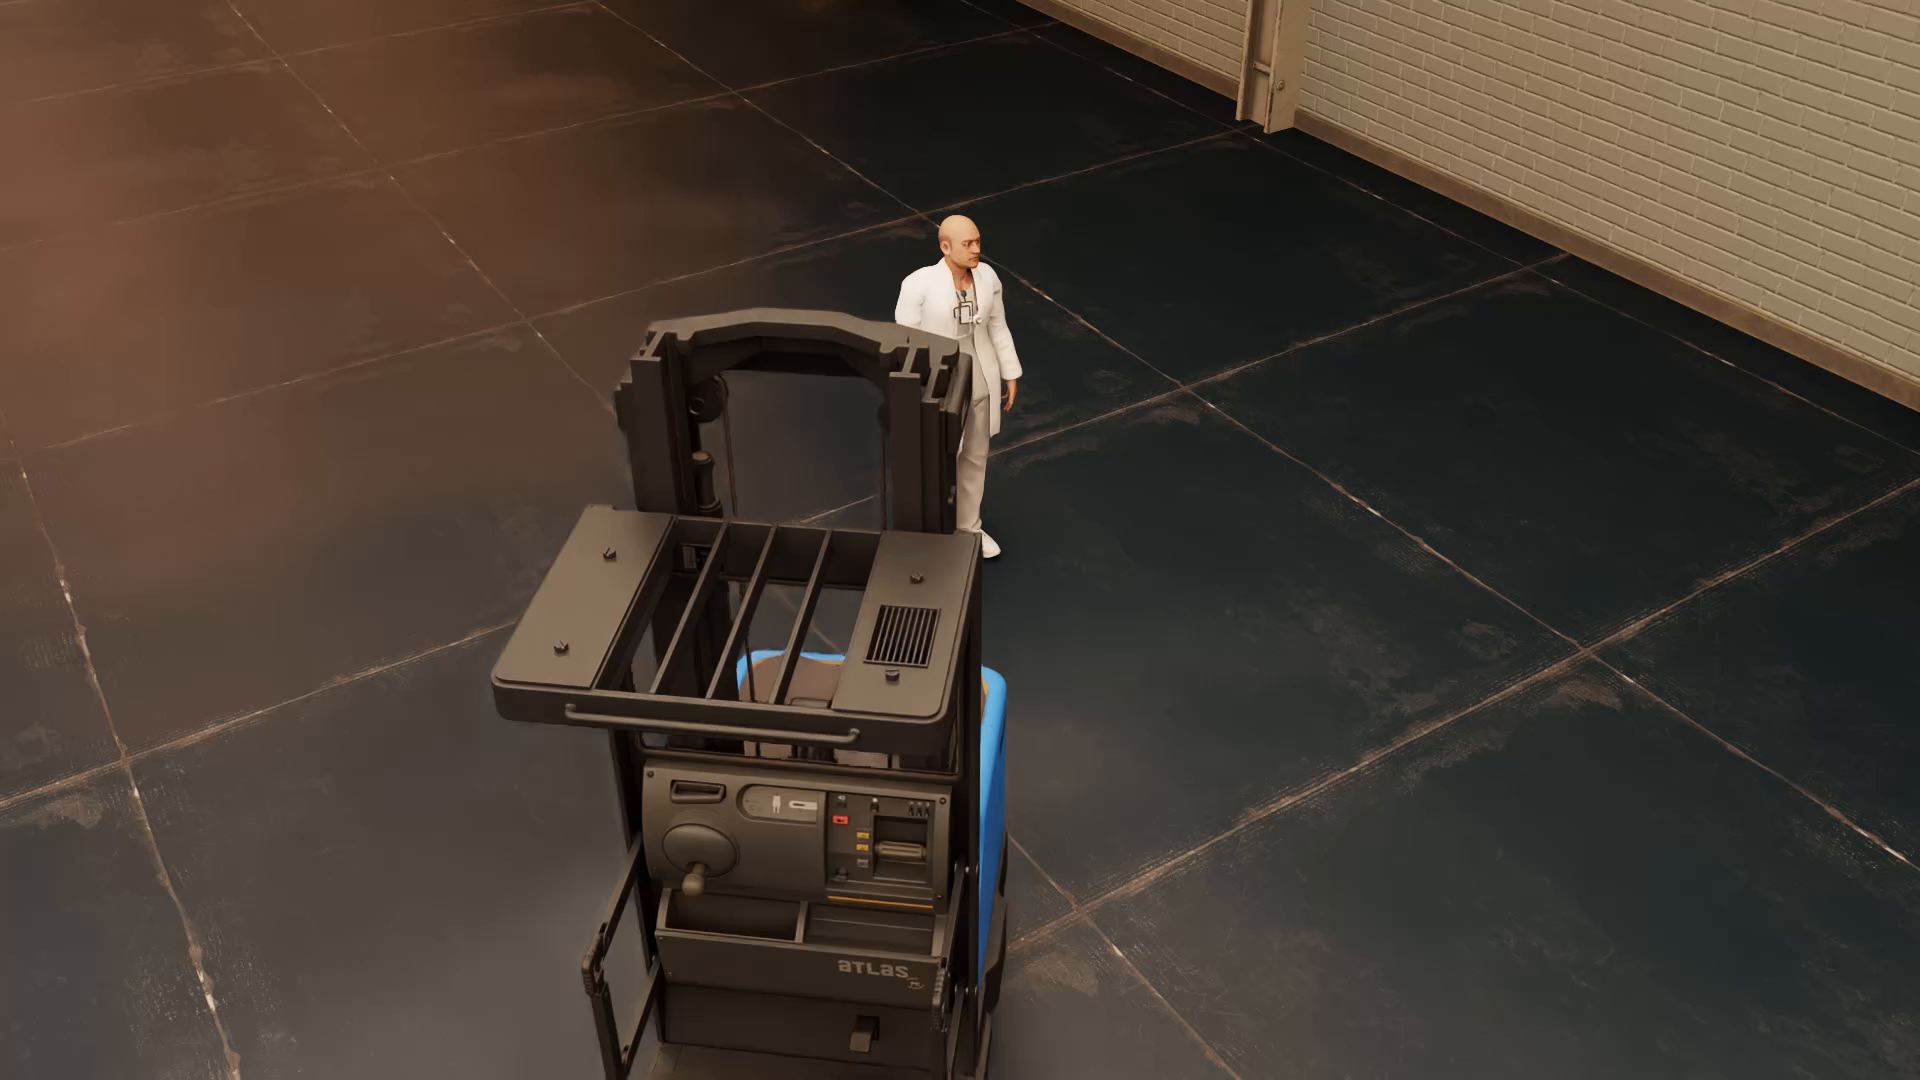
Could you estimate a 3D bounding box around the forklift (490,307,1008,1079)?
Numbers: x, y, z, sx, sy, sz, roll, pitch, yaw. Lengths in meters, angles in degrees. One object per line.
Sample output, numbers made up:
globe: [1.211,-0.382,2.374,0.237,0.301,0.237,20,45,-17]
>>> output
forklift: [-0.516,0.954,4.790,1.130,2.935,3.031,4,35,6]

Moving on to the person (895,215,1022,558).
person: [0.045,-0.688,8.118,0.694,1.775,0.581,-21,40,-27]
